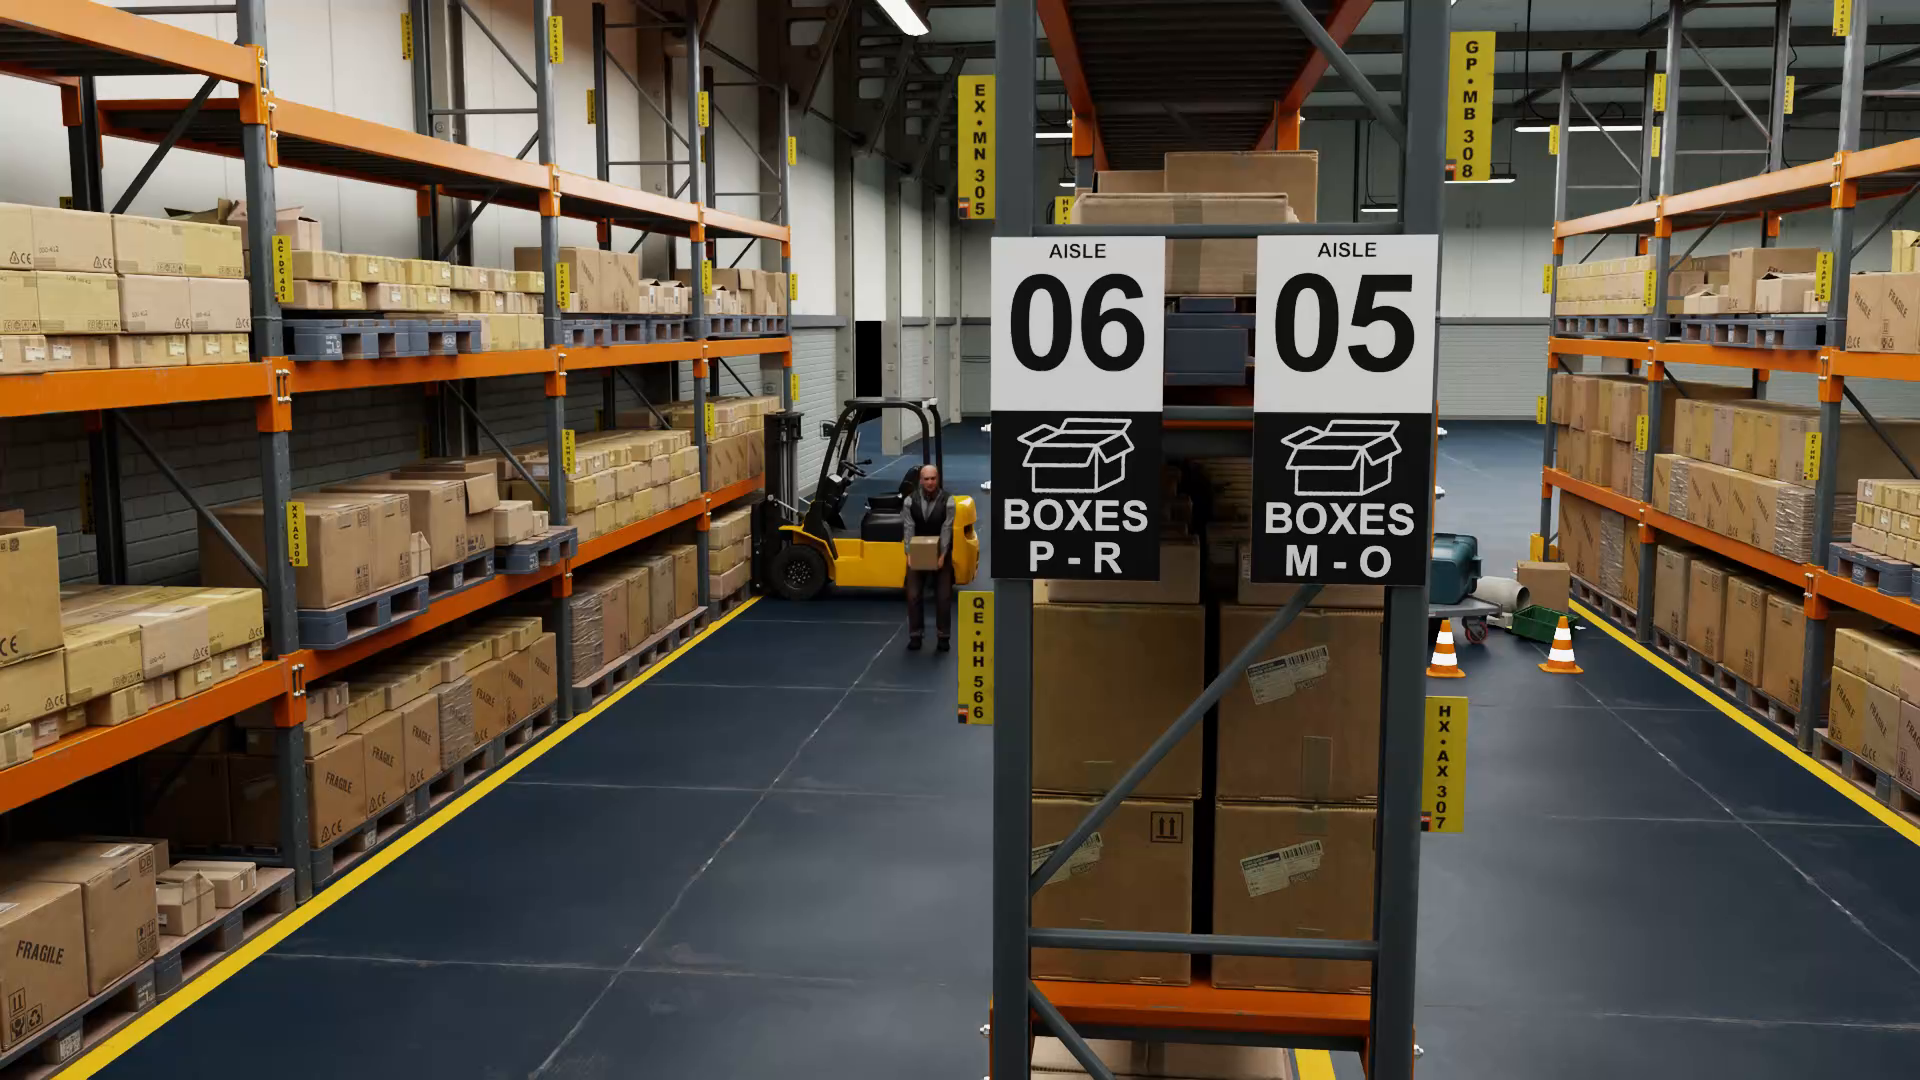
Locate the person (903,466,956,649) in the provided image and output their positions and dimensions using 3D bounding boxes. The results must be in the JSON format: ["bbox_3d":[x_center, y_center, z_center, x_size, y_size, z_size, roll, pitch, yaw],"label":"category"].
[{"bbox_3d":[-0.277,0.162,15.253,0.486,1.703,0.581,1,8,5],"label":"person"}]
